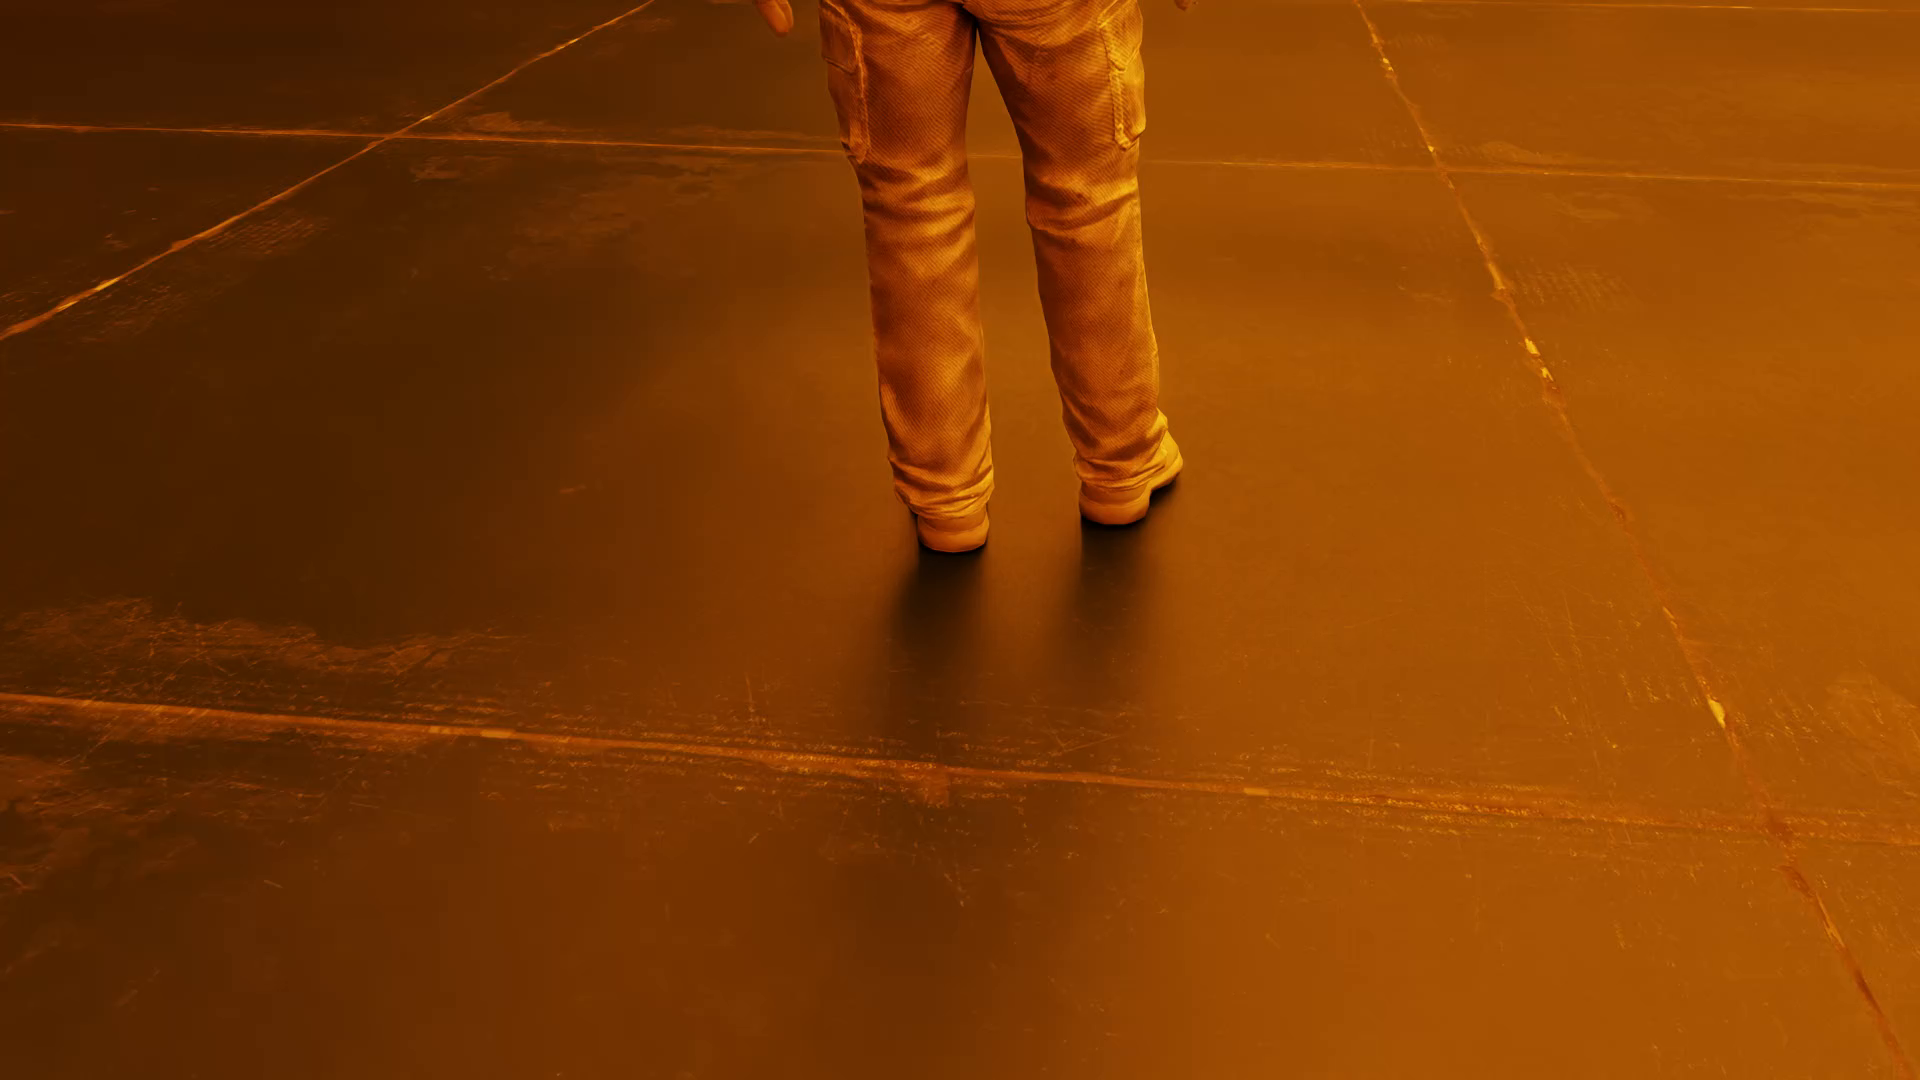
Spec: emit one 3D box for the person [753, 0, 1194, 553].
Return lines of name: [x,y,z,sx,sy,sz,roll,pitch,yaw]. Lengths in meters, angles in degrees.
person: [0.018,-0.836,2.162,0.657,1.785,0.575,3,27,7]
